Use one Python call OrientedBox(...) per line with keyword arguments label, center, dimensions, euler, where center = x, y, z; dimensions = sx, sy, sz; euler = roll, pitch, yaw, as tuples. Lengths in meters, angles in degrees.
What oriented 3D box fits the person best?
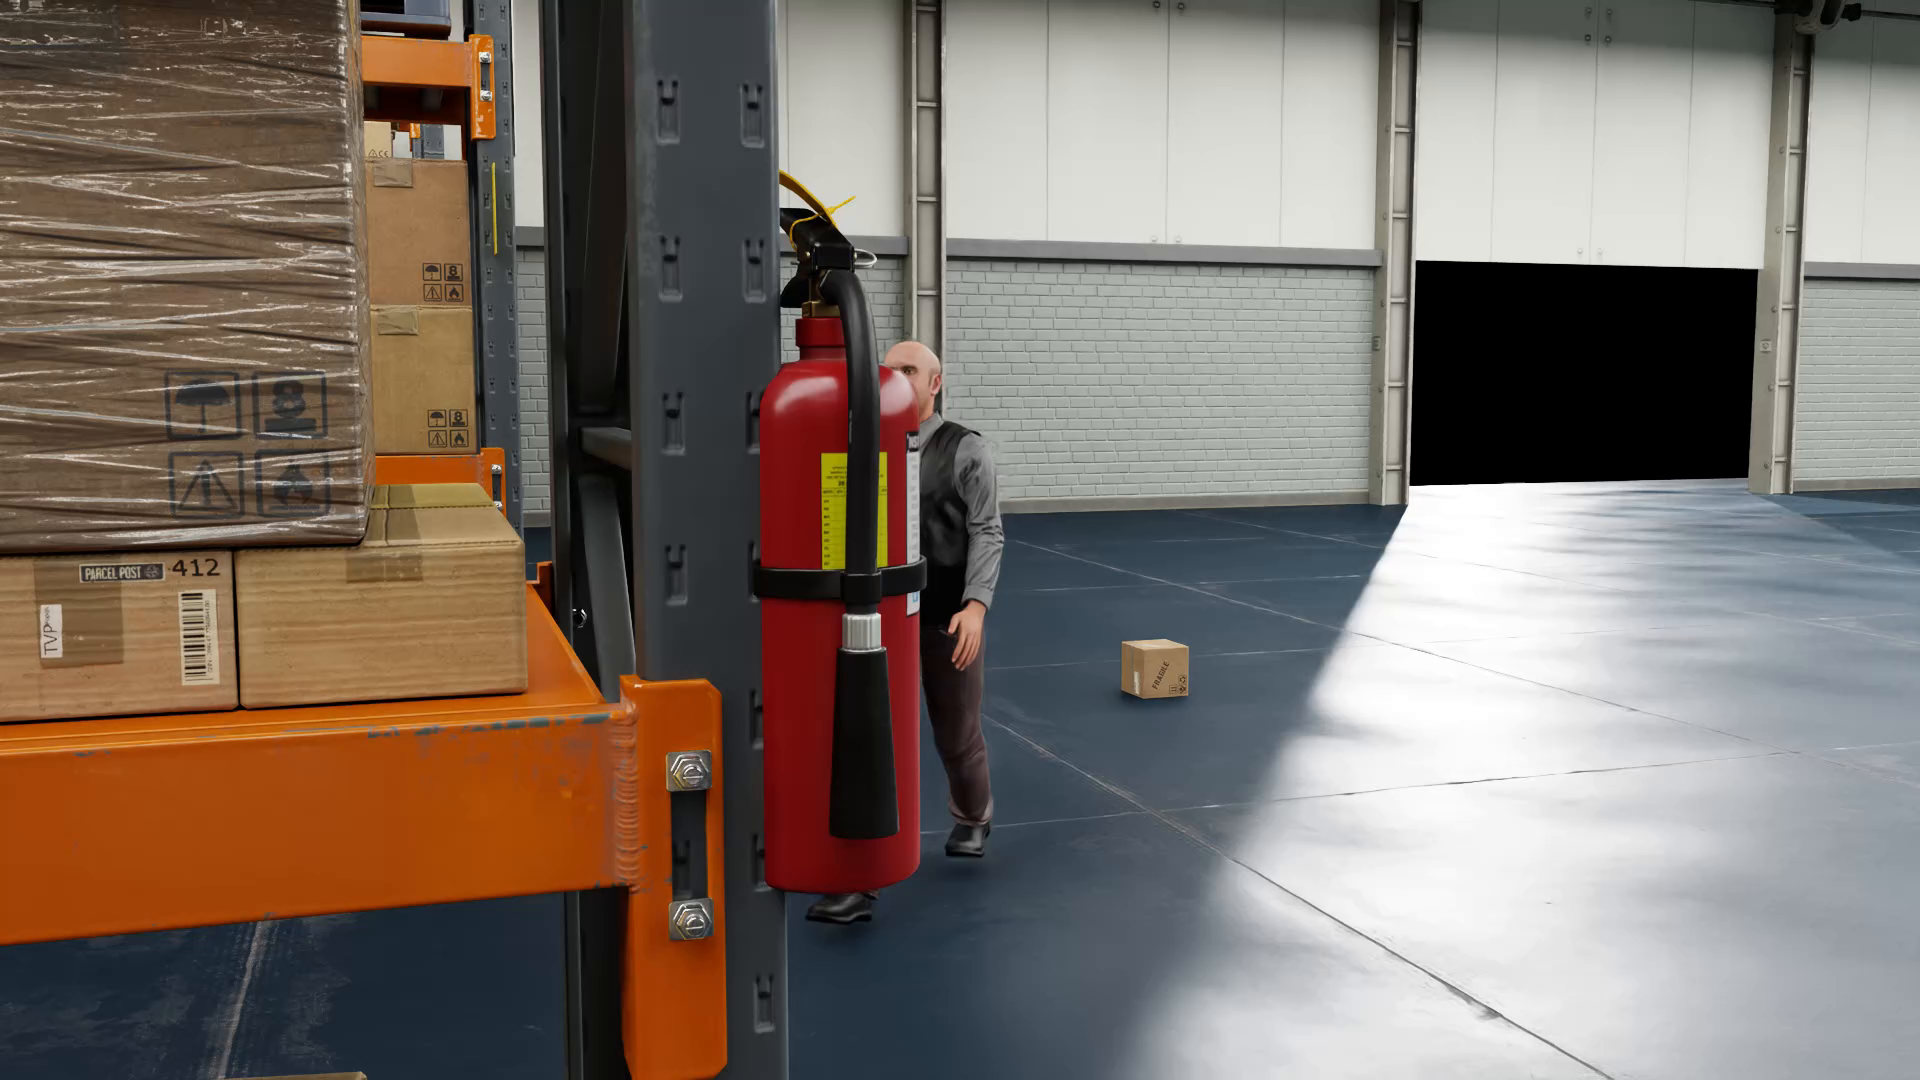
OrientedBox(label="person", center=(-0.134, 0.249, 4.971), dimensions=(0.550, 1.679, 1.038), euler=(1, 6, 14))
